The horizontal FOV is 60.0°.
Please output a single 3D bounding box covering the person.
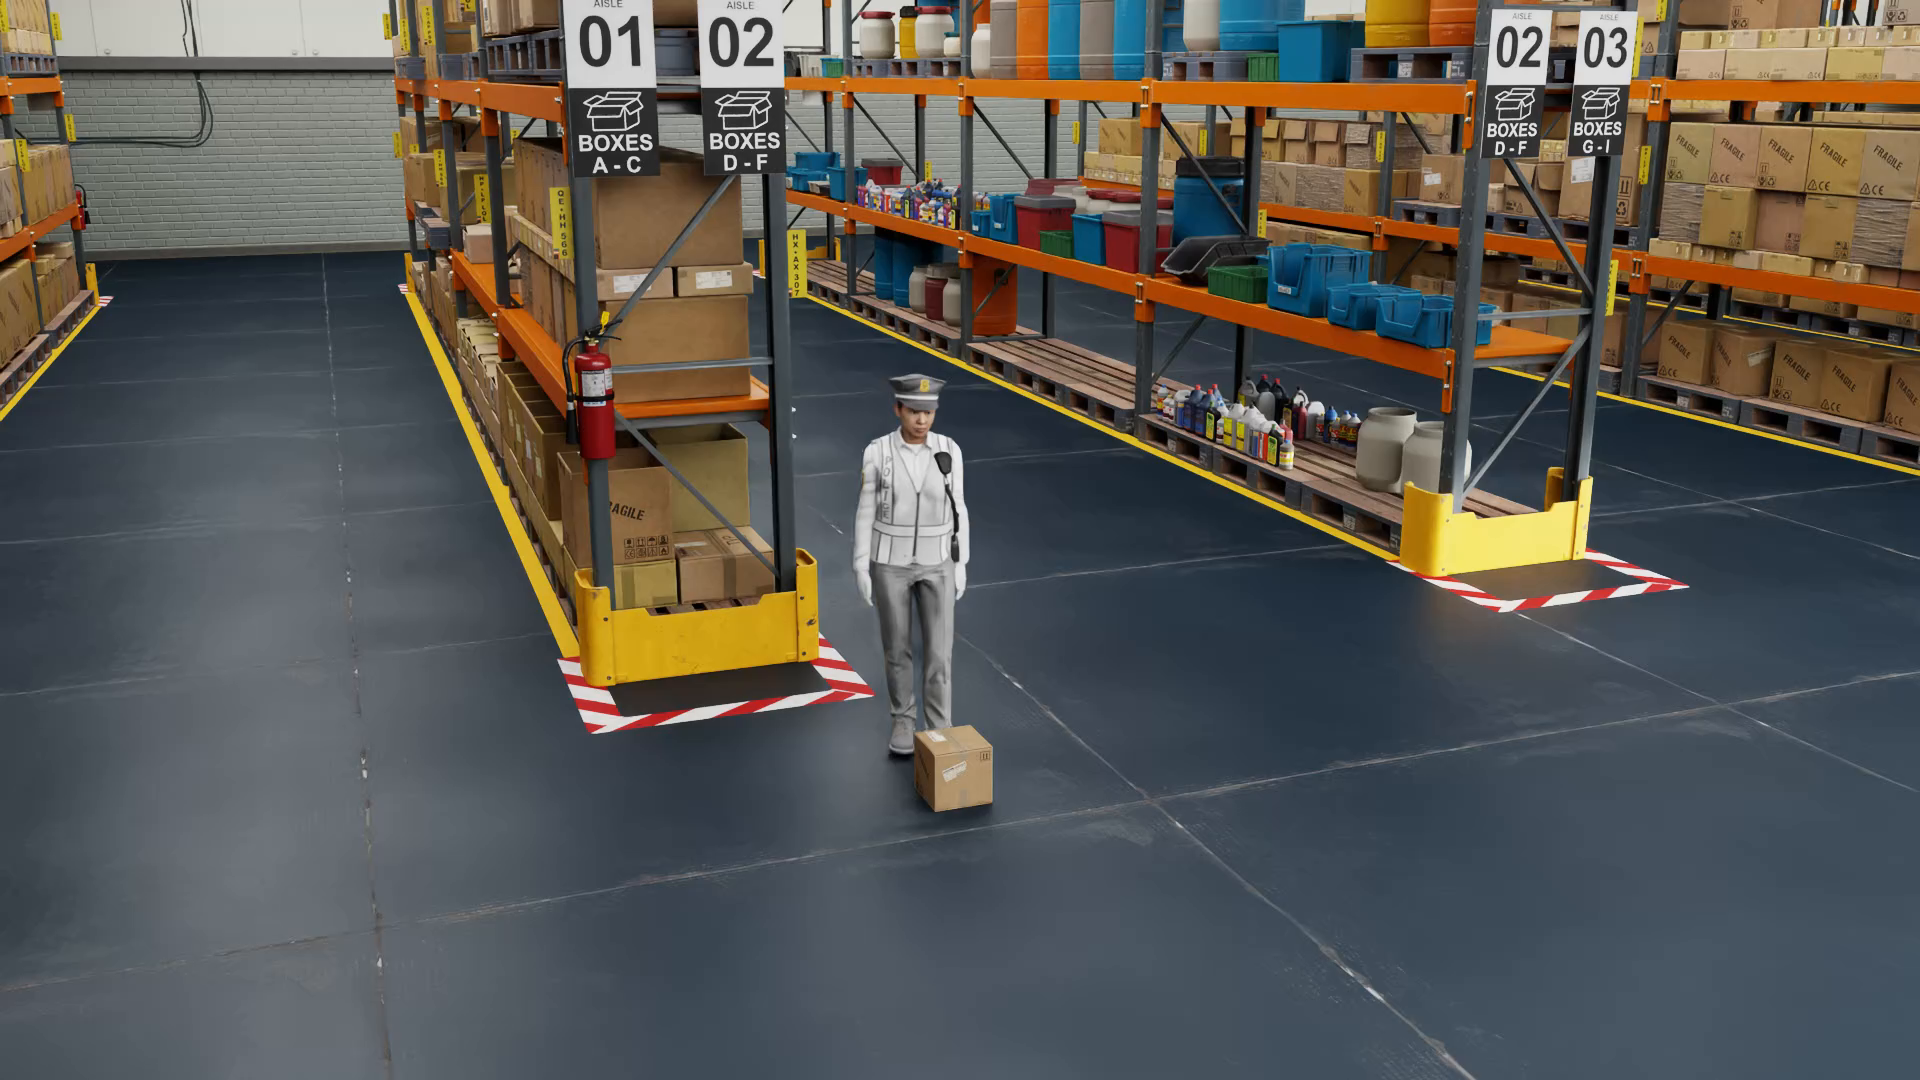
[{"bbox_3d":[-0.194,0.142,6.956,0.503,1.668,0.611,-2,16,-6],"label":"person"}]
